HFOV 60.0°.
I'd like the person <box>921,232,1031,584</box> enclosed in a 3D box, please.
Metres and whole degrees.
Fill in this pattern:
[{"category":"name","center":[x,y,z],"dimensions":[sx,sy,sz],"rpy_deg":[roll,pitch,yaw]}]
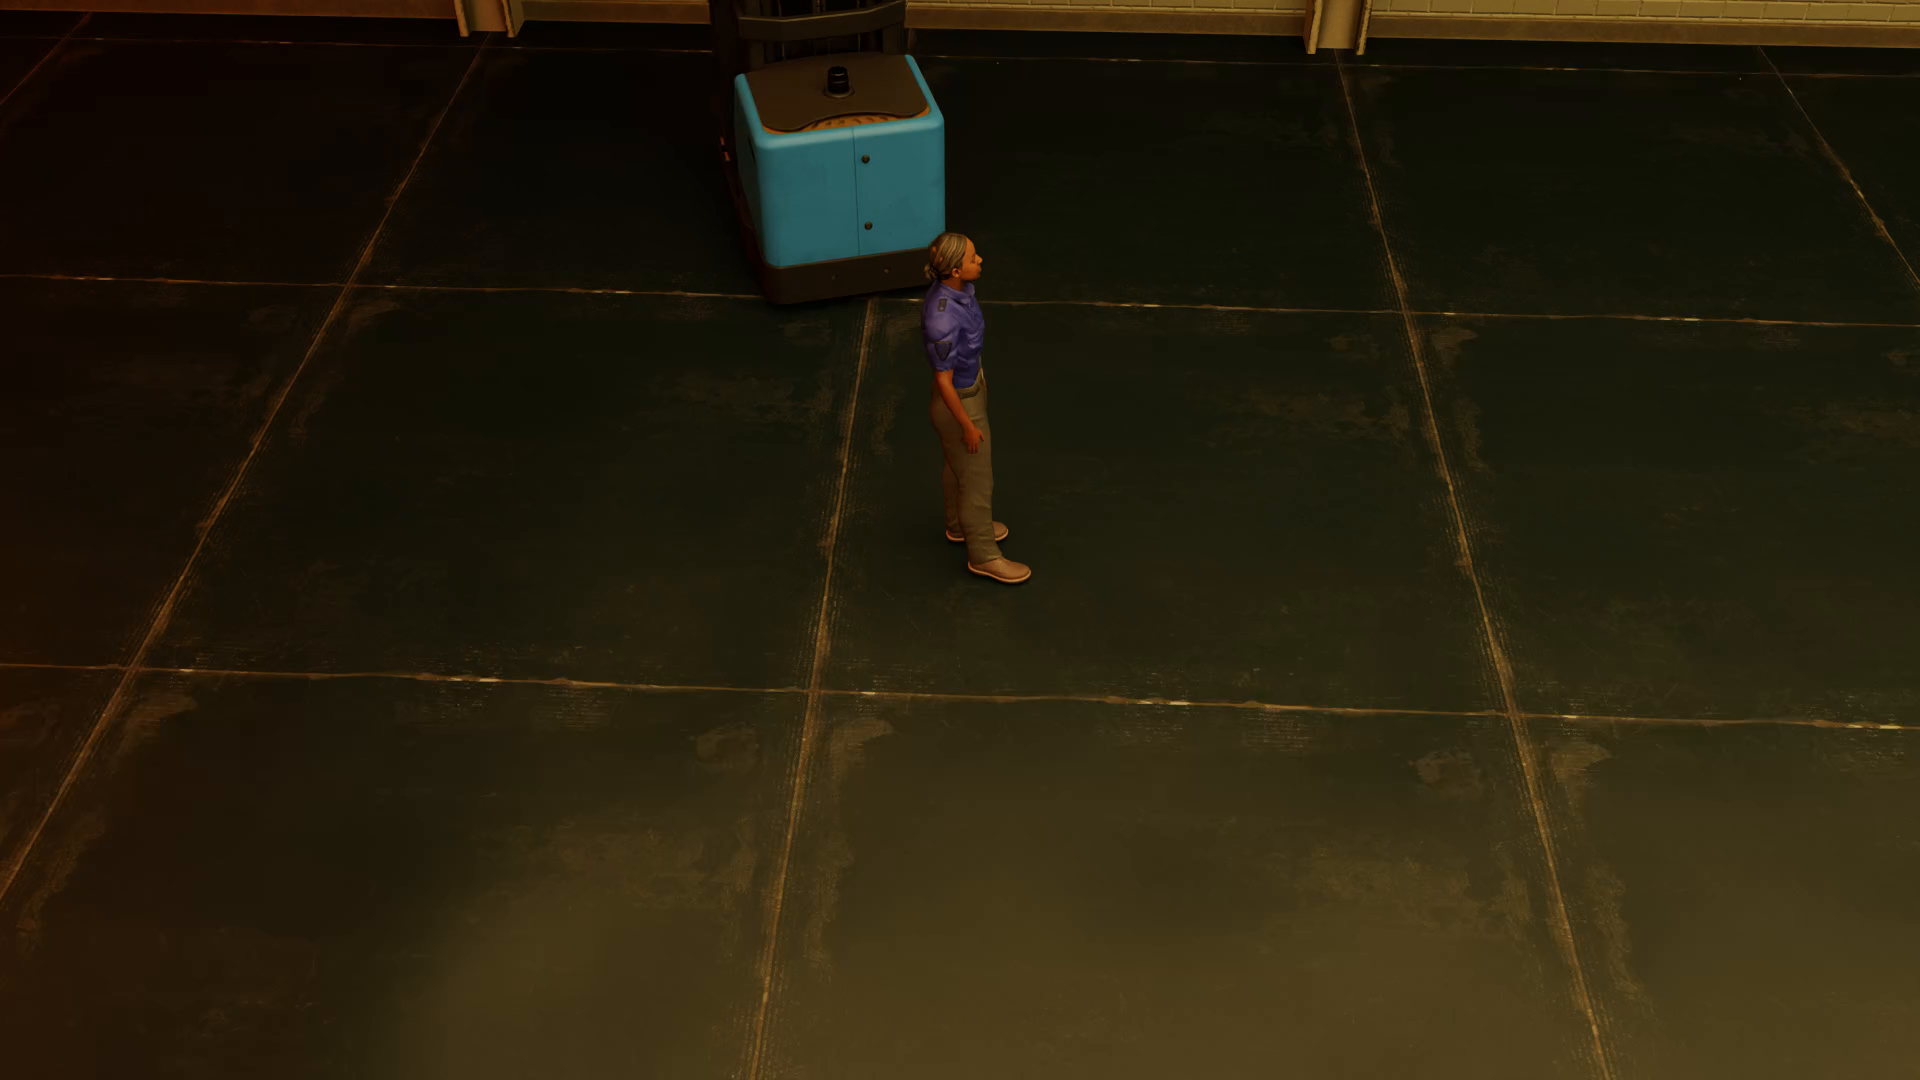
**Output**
[{"category":"person","center":[0.087,-0.600,7.335],"dimensions":[0.503,1.656,0.568],"rpy_deg":[2,42,2]}]

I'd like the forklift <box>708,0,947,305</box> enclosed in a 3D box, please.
[{"category":"forklift","center":[-0.924,-3.398,9.464],"dimensions":[1.130,2.935,3.031],"rpy_deg":[-10,43,-10]}]
